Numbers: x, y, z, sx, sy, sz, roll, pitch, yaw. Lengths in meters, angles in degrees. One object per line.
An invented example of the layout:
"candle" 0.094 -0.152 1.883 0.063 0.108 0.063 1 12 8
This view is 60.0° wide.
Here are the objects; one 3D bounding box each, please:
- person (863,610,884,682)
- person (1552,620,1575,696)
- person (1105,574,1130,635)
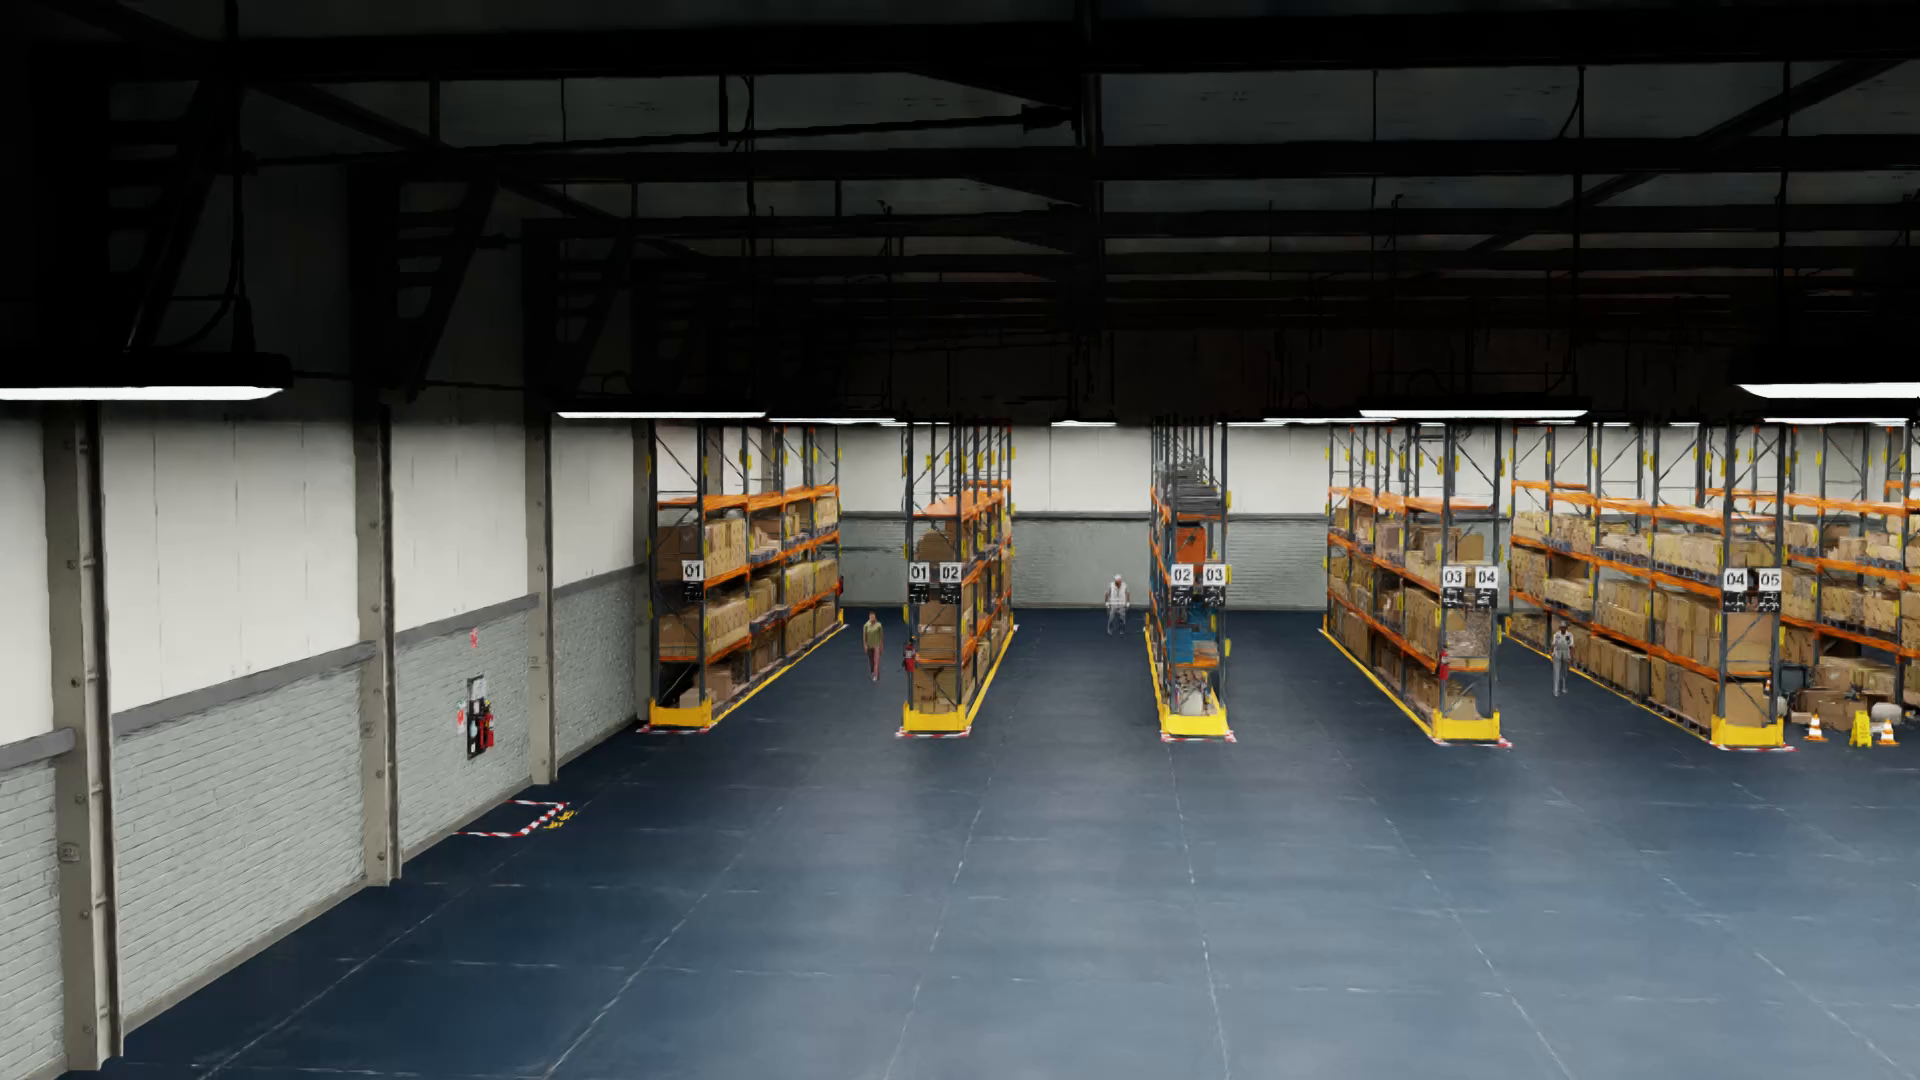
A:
"person" -1.981 2.376 37.676 0.448 1.590 1.110 0 4 7
"person" 12.903 2.507 35.582 0.441 1.611 0.992 1 4 14
"person" 4.334 1.781 45.831 0.702 1.735 0.549 0 4 4
